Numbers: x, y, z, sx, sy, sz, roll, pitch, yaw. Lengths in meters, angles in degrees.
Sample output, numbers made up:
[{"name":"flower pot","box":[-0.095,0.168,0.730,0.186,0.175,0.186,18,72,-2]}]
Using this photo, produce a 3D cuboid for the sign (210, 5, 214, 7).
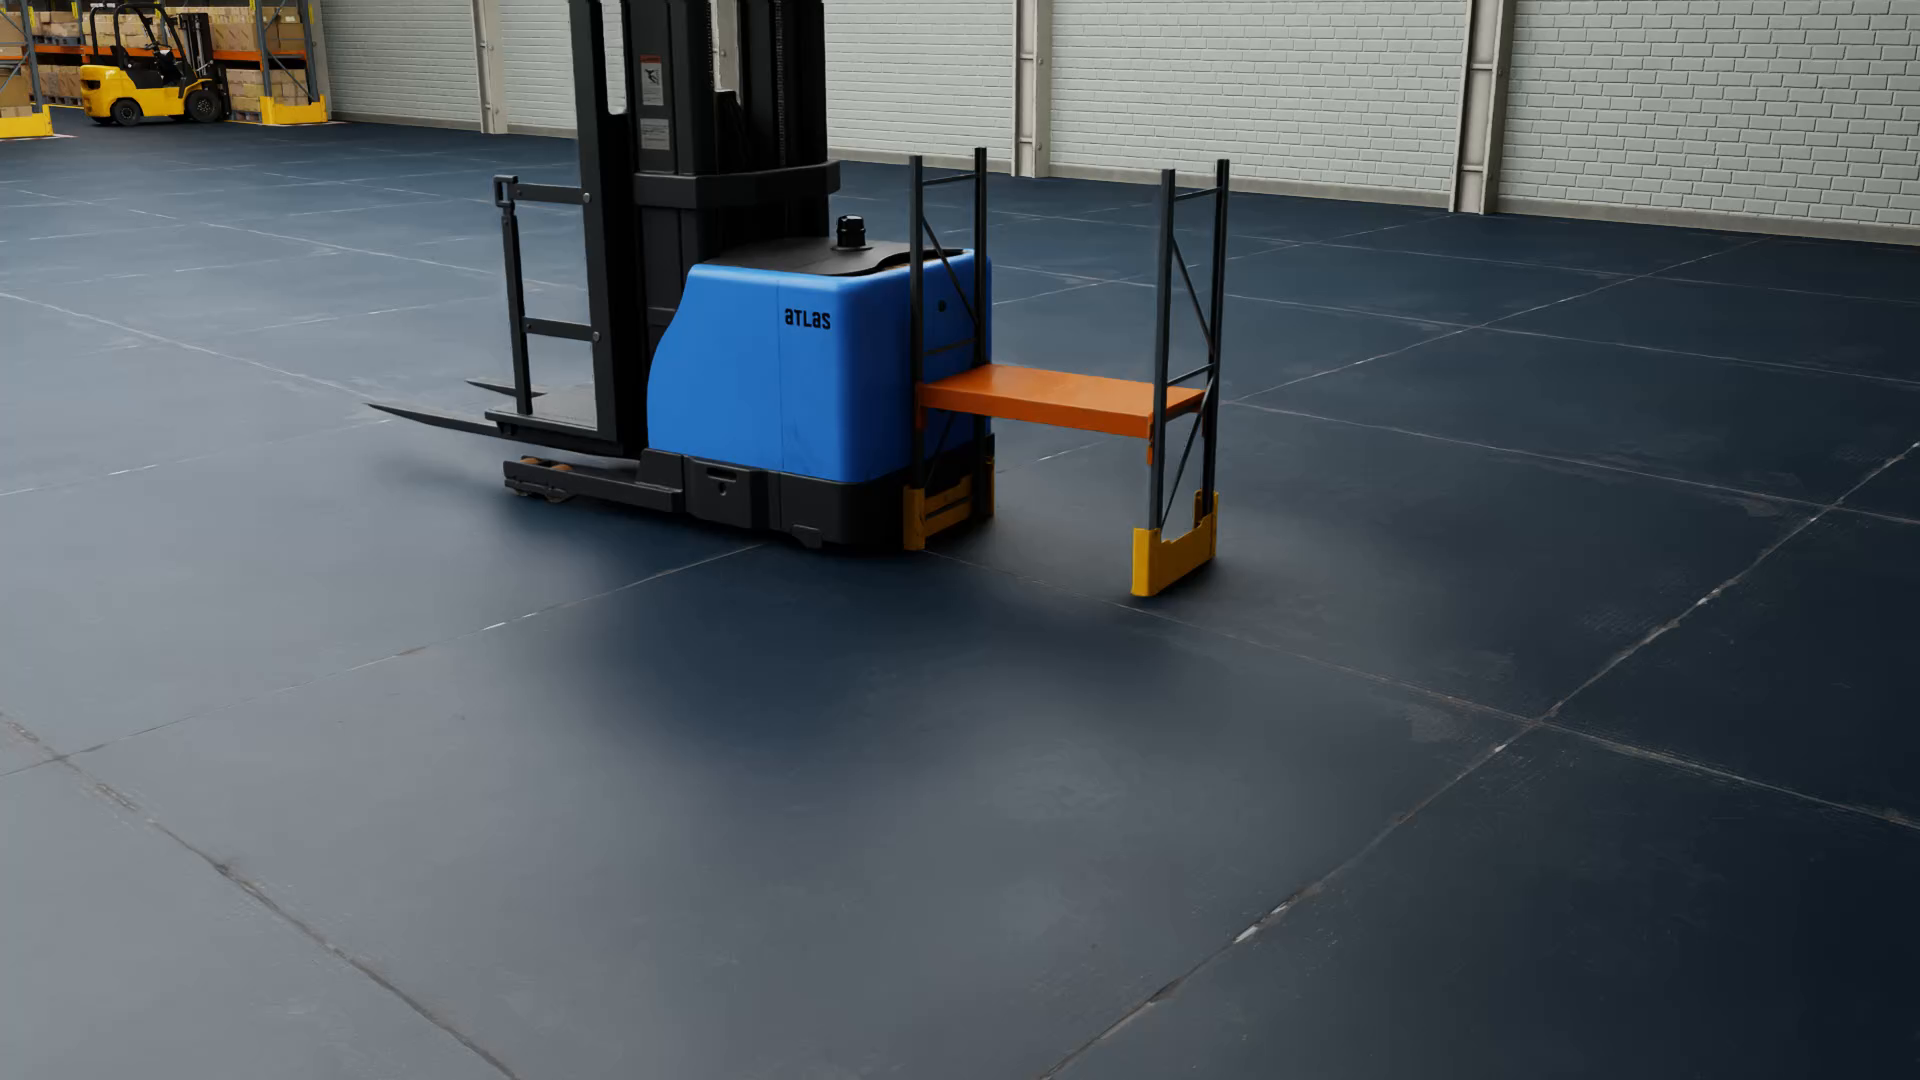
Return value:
[{"name":"sign","box":[-15.261,-10.739,33.928,0.005,0.325,0.100,15,23,39]}]

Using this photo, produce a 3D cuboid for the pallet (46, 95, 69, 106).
[{"name":"pallet","box":[-20.062,-10.040,37.898,1.213,0.211,1.003,15,23,39]}]

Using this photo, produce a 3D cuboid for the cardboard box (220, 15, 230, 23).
[{"name":"cardboard box","box":[-13.855,-9.928,31.699,0.250,0.149,0.380,14,22,38]}]

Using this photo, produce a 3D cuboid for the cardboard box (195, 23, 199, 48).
[{"name":"cardboard box","box":[-14.690,-9.860,32.555,0.500,0.500,0.500,15,23,39]}]

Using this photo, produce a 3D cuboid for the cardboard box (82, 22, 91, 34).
[{"name":"cardboard box","box":[-18.467,-10.982,35.679,0.500,0.250,0.500,15,23,39]}]

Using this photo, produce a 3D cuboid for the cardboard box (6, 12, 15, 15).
[{"name":"cardboard box","box":[-21.398,-11.869,38.192,0.500,0.500,0.700,16,23,41]}]

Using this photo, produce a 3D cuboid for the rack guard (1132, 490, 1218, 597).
[{"name":"rack guard","box":[0.803,0.007,6.178,0.087,0.250,0.587,11,21,30]}]

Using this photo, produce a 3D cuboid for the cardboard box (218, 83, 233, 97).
[{"name":"cardboard box","box":[-13.976,-8.716,32.142,0.500,0.250,0.500,14,23,38]}]

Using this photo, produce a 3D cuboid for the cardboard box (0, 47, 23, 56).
[{"name":"cardboard box","box":[-16.045,-8.231,28.003,0.250,0.149,0.380,15,23,39]}]

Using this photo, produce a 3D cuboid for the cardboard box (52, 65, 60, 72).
[{"name":"cardboard box","box":[-20.281,-10.659,37.604,0.250,0.149,0.380,15,23,39]}]

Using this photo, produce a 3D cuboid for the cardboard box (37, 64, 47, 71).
[{"name":"cardboard box","box":[-21.062,-10.867,38.261,0.250,0.149,0.380,14,22,36]}]

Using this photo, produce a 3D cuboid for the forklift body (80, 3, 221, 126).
[{"name":"forklift body","box":[-15.266,-8.923,31.171,1.214,2.155,2.313,15,23,39]}]

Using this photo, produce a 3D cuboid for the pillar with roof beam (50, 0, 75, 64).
[{"name":"pillar with roof beam","box":[-24.392,-13.998,35.842,0.400,9.000,9.100,15,23,39]}]

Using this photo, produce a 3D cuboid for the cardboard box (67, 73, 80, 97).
[{"name":"cardboard box","box":[-19.446,-10.113,36.958,0.500,0.500,0.500,15,23,38]}]

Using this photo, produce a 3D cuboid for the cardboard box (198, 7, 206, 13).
[{"name":"cardboard box","box":[-14.571,-10.289,32.344,0.250,0.149,0.380,15,23,39]}]

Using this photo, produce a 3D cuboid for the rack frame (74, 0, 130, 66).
[{"name":"rack frame","box":[-18.620,-10.966,36.205,0.127,3.000,1.000,15,23,39]}]

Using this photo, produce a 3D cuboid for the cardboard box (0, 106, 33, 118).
[{"name":"cardboard box","box":[-16.348,-7.350,28.663,0.500,0.250,0.500,15,23,39]}]

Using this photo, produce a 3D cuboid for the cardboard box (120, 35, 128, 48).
[{"name":"cardboard box","box":[-17.301,-10.441,34.801,0.500,0.250,0.500,16,24,41]}]

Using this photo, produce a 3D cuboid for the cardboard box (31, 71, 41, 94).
[{"name":"cardboard box","box":[-20.995,-10.525,38.254,0.500,0.500,0.500,15,23,39]}]

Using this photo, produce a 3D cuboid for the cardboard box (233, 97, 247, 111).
[{"name":"cardboard box","box":[-13.563,-8.374,31.890,0.500,0.250,0.500,15,23,39]}]

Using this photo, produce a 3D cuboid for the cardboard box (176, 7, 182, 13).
[{"name":"cardboard box","box":[-15.319,-10.502,33.014,0.250,0.149,0.380,15,23,40]}]

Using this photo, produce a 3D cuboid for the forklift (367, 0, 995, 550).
[{"name":"forklift","box":[-1.374,-1.677,7.050,3.031,2.935,1.130,11,21,31]}]

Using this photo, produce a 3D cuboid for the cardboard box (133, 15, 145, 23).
[{"name":"cardboard box","box":[-16.669,-10.669,34.034,0.250,0.149,0.380,14,22,38]}]

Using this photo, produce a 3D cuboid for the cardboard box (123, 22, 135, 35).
[{"name":"cardboard box","box":[-16.933,-10.576,34.398,0.500,0.250,0.500,16,23,40]}]

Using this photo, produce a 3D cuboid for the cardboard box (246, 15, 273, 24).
[{"name":"cardboard box","box":[-13.082,-9.722,31.050,0.250,0.149,0.380,15,23,40]}]

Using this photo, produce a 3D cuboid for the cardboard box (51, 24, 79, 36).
[{"name":"cardboard box","box":[-19.624,-11.233,36.601,0.500,0.250,0.500,14,22,37]}]

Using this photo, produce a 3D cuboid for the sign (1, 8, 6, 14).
[{"name":"sign","box":[-21.966,-12.057,38.213,0.005,0.325,0.100,15,23,39]}]

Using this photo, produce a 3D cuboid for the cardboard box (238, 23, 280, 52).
[{"name":"cardboard box","box":[-13.179,-9.446,31.253,0.500,0.500,0.500,14,23,38]}]

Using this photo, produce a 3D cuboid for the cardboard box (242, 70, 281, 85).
[{"name":"cardboard box","box":[-13.188,-8.747,31.414,0.500,0.250,0.500,16,24,41]}]

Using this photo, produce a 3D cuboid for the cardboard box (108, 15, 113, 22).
[{"name":"cardboard box","box":[-17.605,-10.935,34.871,0.250,0.149,0.380,16,23,40]}]

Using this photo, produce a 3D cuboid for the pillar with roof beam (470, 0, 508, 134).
[{"name":"pillar with roof beam","box":[-10.929,-10.384,24.454,0.400,9.000,9.100,15,23,39]}]

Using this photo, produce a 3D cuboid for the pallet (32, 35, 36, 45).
[{"name":"pallet","box":[-21.086,-11.492,38.181,1.213,0.211,1.003,15,23,39]}]

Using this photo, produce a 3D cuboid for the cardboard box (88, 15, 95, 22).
[{"name":"cardboard box","box":[-18.377,-11.138,35.512,0.250,0.149,0.380,16,23,40]}]

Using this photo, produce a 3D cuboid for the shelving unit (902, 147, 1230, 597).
[{"name":"shelving unit","box":[0.381,-0.669,6.241,1.083,1.500,0.587,11,21,30]}]

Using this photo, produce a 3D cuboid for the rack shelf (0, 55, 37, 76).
[{"name":"rack shelf","box":[-17.424,-8.294,28.977,4.000,0.370,1.077,15,23,39]}]

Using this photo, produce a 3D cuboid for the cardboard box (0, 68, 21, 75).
[{"name":"cardboard box","box":[-22.819,-11.047,39.901,0.500,0.500,0.700,14,22,37]}]

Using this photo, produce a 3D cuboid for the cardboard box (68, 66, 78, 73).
[{"name":"cardboard box","box":[-19.550,-10.436,36.902,0.250,0.149,0.380,14,22,37]}]

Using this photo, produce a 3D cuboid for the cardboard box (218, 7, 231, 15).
[{"name":"cardboard box","box":[-13.868,-10.065,31.638,0.250,0.149,0.380,16,23,41]}]

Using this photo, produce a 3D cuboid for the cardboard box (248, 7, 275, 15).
[{"name":"cardboard box","box":[-13.044,-9.882,31.062,0.250,0.149,0.380,15,23,39]}]
